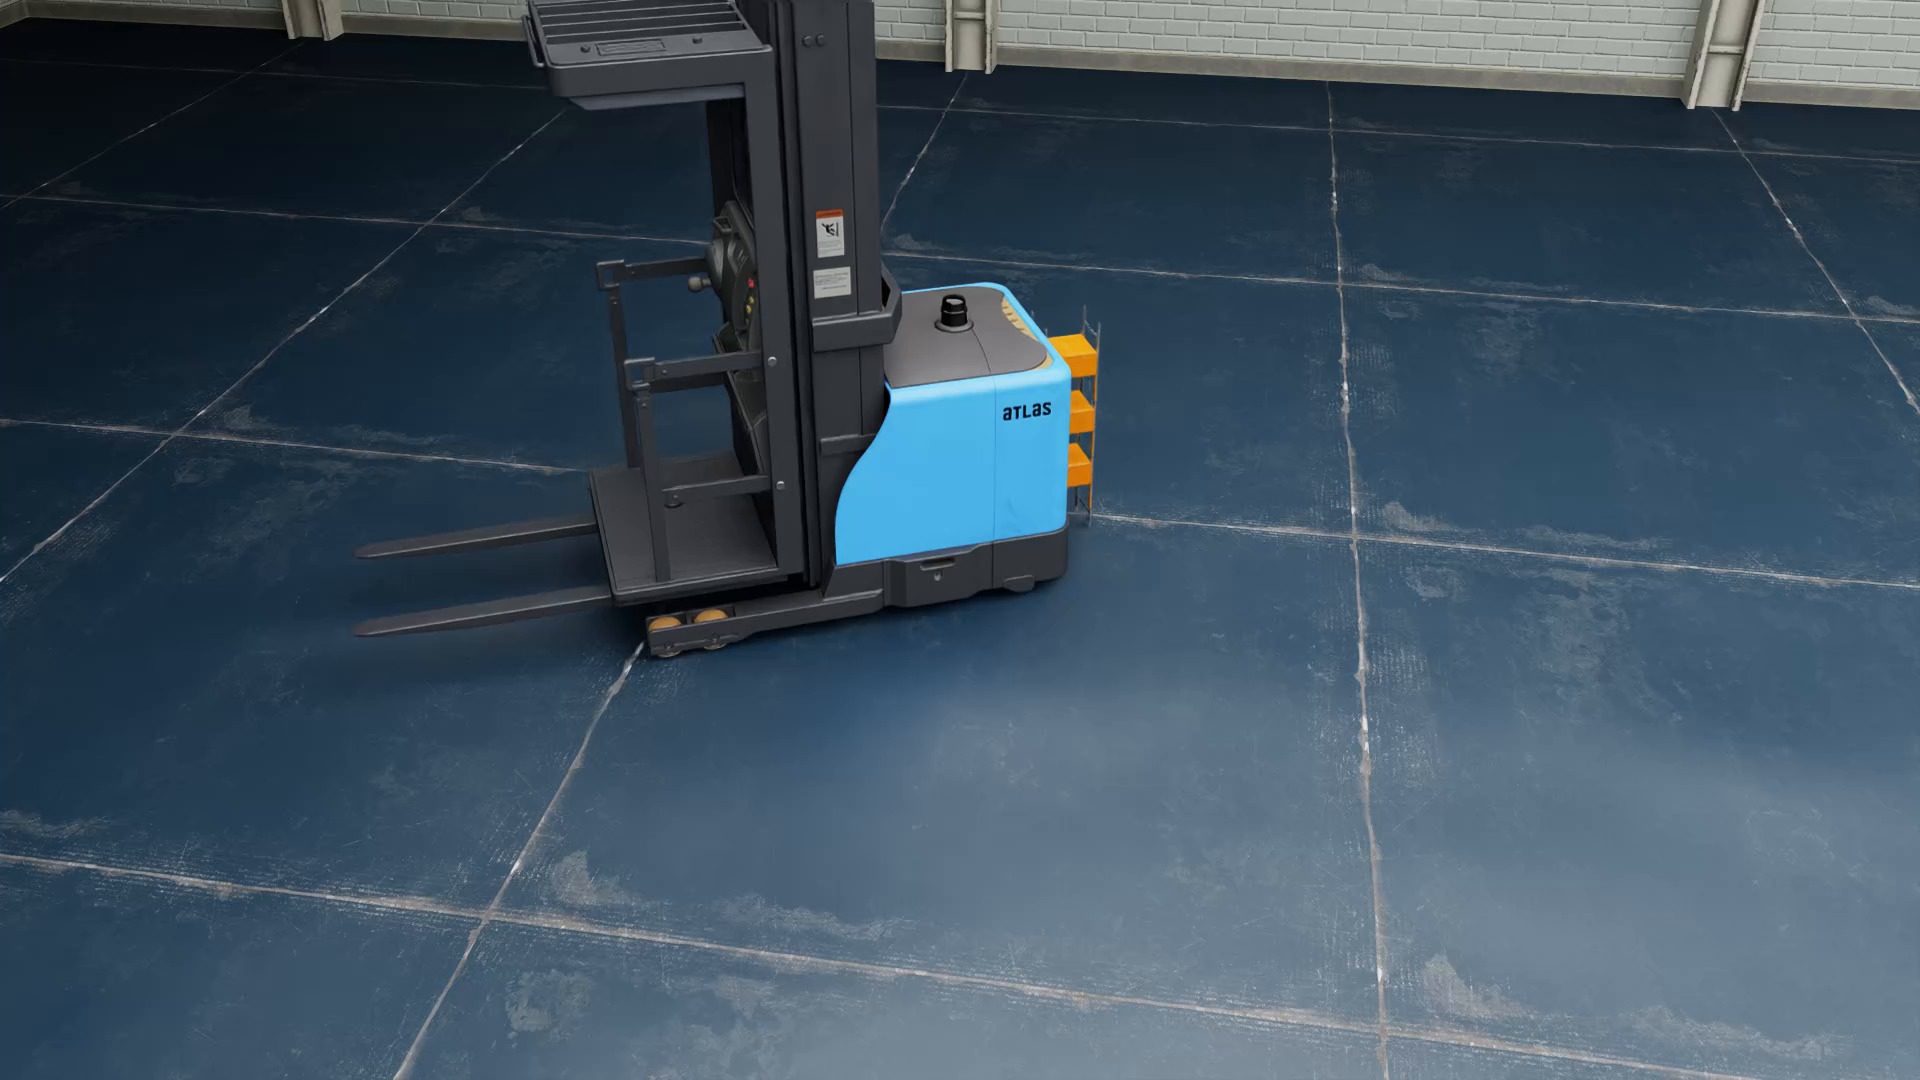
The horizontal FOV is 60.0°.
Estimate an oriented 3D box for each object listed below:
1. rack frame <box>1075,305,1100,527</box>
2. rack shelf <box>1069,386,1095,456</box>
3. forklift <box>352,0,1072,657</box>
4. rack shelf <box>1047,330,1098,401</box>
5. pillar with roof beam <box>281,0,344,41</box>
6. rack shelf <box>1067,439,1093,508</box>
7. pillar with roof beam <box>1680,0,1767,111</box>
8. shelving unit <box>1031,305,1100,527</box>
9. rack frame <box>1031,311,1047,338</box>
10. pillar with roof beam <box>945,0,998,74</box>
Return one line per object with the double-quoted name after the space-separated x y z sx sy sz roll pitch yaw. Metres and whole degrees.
0.584 -0.558 7.651 0.008 1.050 0.200 -9 33 -14 "rack frame"
0.467 -0.530 7.628 0.240 0.259 0.215 -9 33 -14 "rack shelf"
-1.097 -1.065 6.689 3.031 2.935 1.130 -9 33 -14 "forklift"
0.467 -0.771 7.477 0.240 0.259 0.215 -9 33 -14 "rack shelf"
-6.544 -6.134 9.069 0.400 9.000 9.100 5 32 8 "pillar with roof beam"
0.467 -0.295 7.775 0.240 0.259 0.215 -9 33 -14 "rack shelf"
5.285 -5.063 7.357 0.400 9.000 9.100 5 32 8 "pillar with roof beam"
0.467 -0.539 7.622 0.252 1.050 0.215 -9 33 -14 "shelving unit"
0.349 -0.521 7.593 0.008 1.050 0.200 -9 33 -14 "rack frame"
-0.629 -5.599 8.213 0.400 9.000 9.100 5 32 8 "pillar with roof beam"
